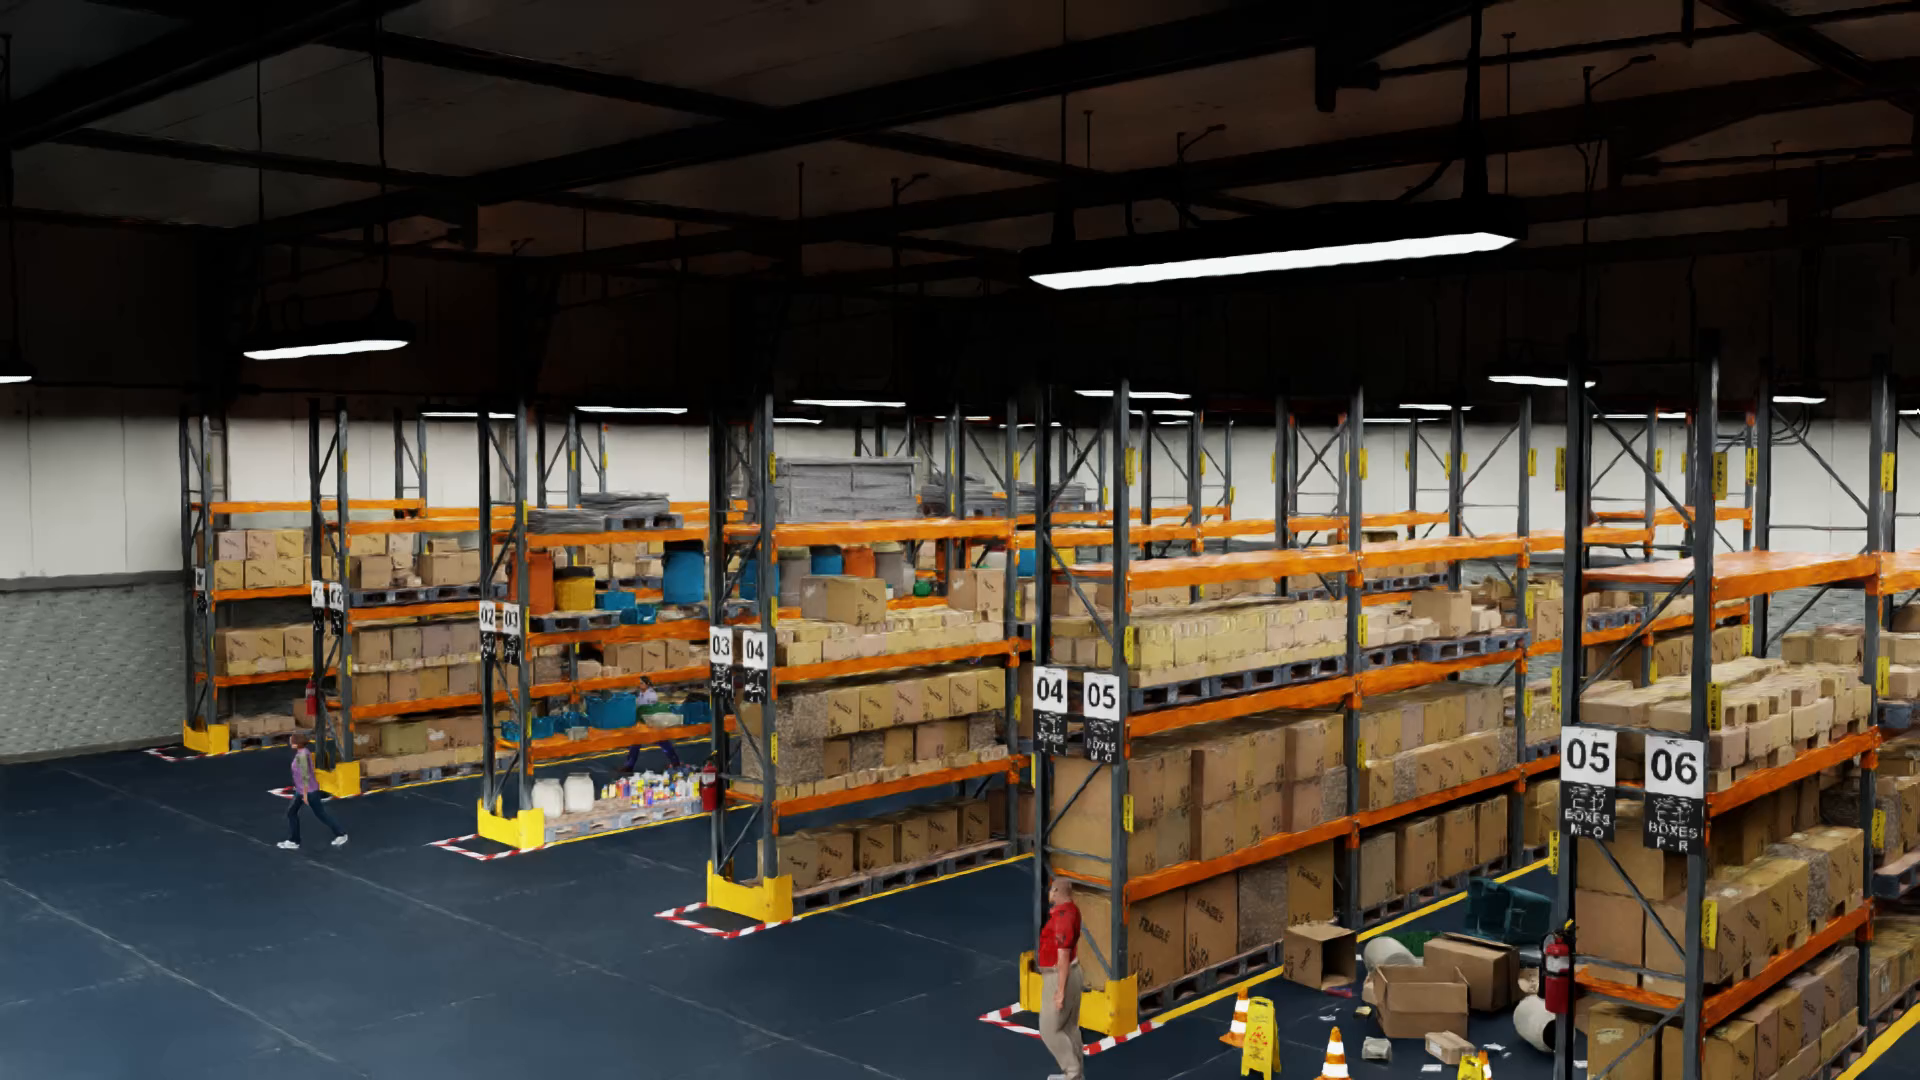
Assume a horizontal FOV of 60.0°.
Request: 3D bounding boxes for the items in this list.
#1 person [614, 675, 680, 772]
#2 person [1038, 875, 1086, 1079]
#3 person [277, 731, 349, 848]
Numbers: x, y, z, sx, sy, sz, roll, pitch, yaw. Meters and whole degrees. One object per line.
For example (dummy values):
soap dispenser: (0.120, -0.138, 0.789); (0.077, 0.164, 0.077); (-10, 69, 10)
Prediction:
person: (-5.020, 2.963, 26.833); (1.094, 1.544, 0.481); (-3, 4, -43)
person: (0.839, 3.583, 13.438); (0.437, 1.720, 0.652); (1, 3, 14)
person: (-8.443, 3.247, 21.659); (0.868, 1.531, 0.461); (-1, 3, -24)
